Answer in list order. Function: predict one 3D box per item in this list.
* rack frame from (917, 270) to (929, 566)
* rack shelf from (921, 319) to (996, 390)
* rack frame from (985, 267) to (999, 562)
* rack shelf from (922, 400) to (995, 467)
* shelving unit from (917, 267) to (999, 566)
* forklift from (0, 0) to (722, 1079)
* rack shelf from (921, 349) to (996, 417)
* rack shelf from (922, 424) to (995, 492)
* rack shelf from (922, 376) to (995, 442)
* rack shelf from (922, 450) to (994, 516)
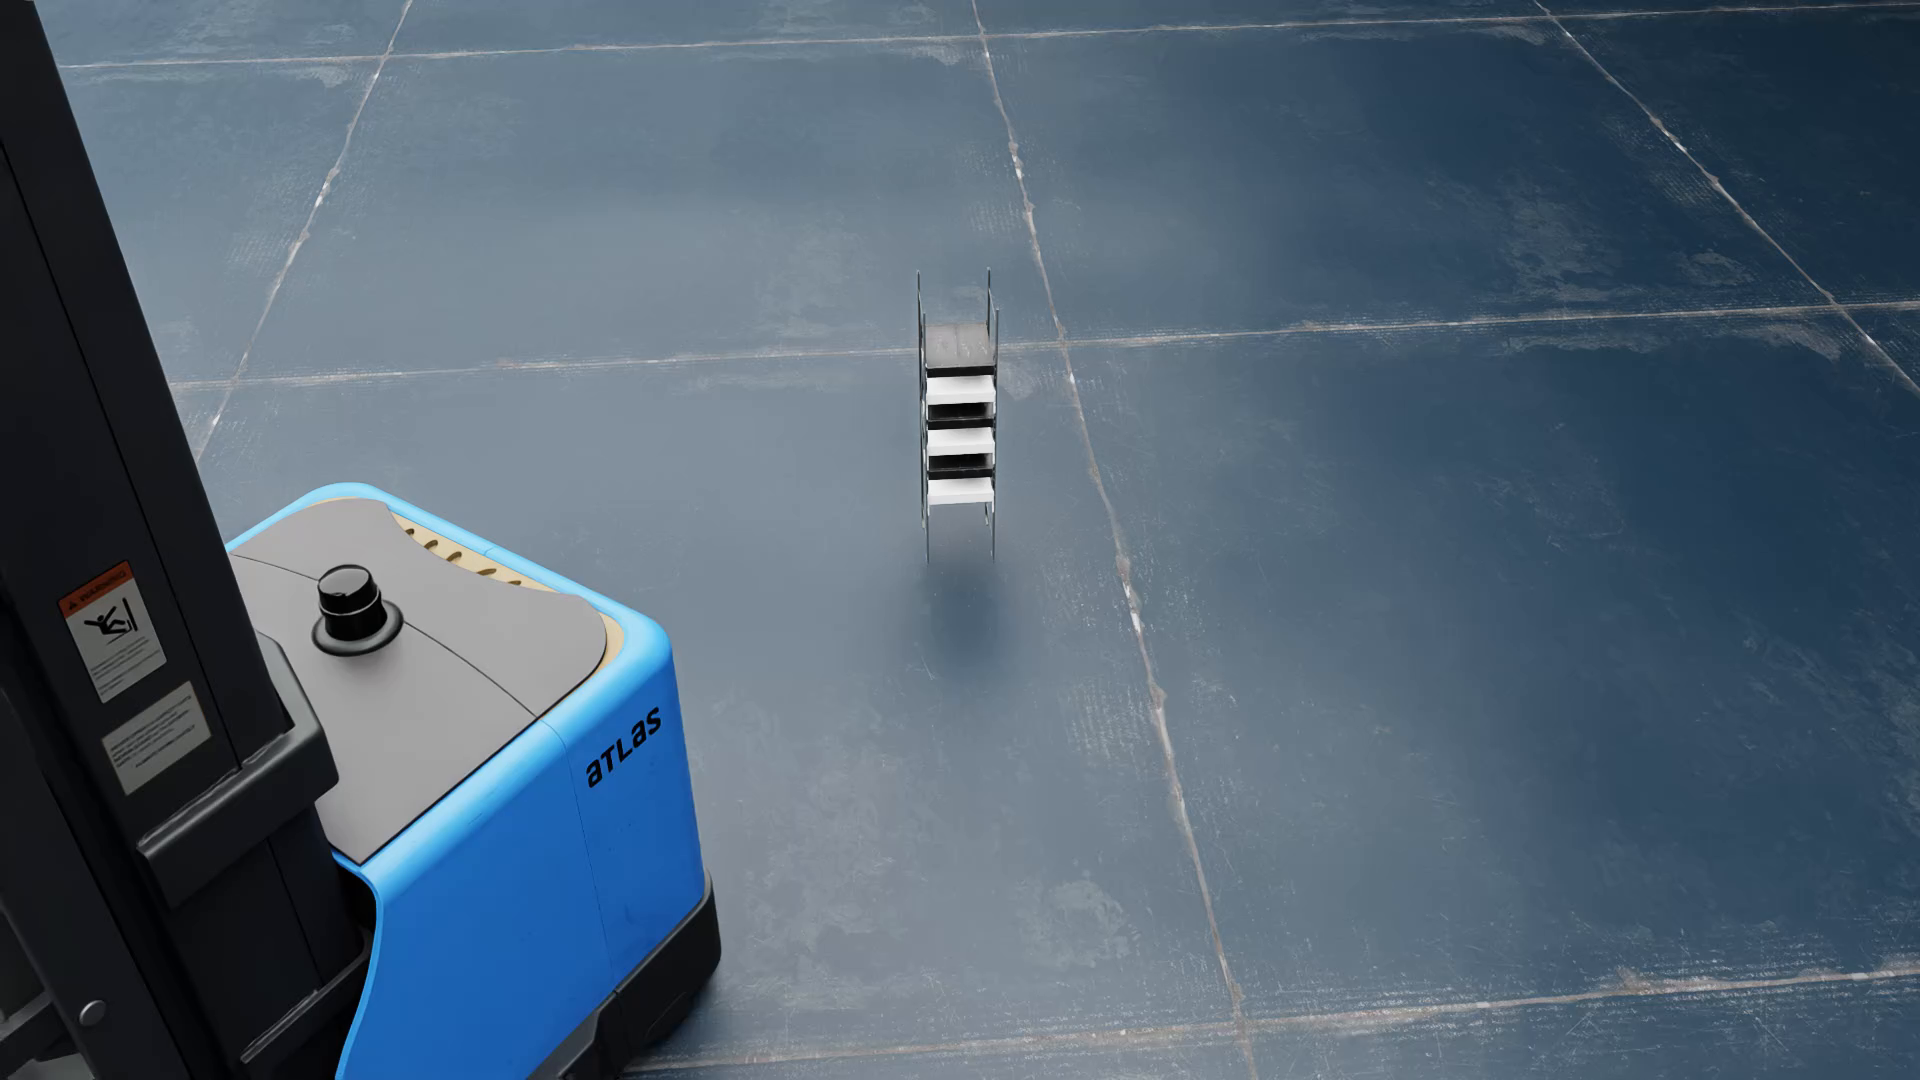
[{"bbox_3d":[-0.109,-0.347,4.964,0.006,0.900,0.240,-3,38,-4],"label":"rack frame"},{"bbox_3d":[-0.008,-0.539,4.824,0.200,0.077,0.258,-3,38,-4],"label":"rack shelf"},{"bbox_3d":[0.093,-0.358,4.978,0.006,0.900,0.240,-3,38,-4],"label":"rack frame"},{"bbox_3d":[-0.008,-0.327,4.991,0.200,0.077,0.258,-3,38,-4],"label":"rack shelf"},{"bbox_3d":[-0.008,-0.353,4.971,0.210,0.900,0.258,-3,38,-4],"label":"shelving unit"},{"bbox_3d":[-1.787,0.466,2.293,1.130,2.935,3.031,22,43,25],"label":"forklift"},{"bbox_3d":[-0.008,-0.468,4.880,0.200,0.077,0.258,-3,38,-4],"label":"rack shelf"},{"bbox_3d":[-0.008,-0.256,5.047,0.200,0.077,0.258,-3,38,-4],"label":"rack shelf"},{"bbox_3d":[-0.008,-0.397,4.936,0.200,0.077,0.258,-3,38,-4],"label":"rack shelf"},{"bbox_3d":[-0.008,-0.185,5.103,0.200,0.077,0.258,-3,38,-4],"label":"rack shelf"}]
